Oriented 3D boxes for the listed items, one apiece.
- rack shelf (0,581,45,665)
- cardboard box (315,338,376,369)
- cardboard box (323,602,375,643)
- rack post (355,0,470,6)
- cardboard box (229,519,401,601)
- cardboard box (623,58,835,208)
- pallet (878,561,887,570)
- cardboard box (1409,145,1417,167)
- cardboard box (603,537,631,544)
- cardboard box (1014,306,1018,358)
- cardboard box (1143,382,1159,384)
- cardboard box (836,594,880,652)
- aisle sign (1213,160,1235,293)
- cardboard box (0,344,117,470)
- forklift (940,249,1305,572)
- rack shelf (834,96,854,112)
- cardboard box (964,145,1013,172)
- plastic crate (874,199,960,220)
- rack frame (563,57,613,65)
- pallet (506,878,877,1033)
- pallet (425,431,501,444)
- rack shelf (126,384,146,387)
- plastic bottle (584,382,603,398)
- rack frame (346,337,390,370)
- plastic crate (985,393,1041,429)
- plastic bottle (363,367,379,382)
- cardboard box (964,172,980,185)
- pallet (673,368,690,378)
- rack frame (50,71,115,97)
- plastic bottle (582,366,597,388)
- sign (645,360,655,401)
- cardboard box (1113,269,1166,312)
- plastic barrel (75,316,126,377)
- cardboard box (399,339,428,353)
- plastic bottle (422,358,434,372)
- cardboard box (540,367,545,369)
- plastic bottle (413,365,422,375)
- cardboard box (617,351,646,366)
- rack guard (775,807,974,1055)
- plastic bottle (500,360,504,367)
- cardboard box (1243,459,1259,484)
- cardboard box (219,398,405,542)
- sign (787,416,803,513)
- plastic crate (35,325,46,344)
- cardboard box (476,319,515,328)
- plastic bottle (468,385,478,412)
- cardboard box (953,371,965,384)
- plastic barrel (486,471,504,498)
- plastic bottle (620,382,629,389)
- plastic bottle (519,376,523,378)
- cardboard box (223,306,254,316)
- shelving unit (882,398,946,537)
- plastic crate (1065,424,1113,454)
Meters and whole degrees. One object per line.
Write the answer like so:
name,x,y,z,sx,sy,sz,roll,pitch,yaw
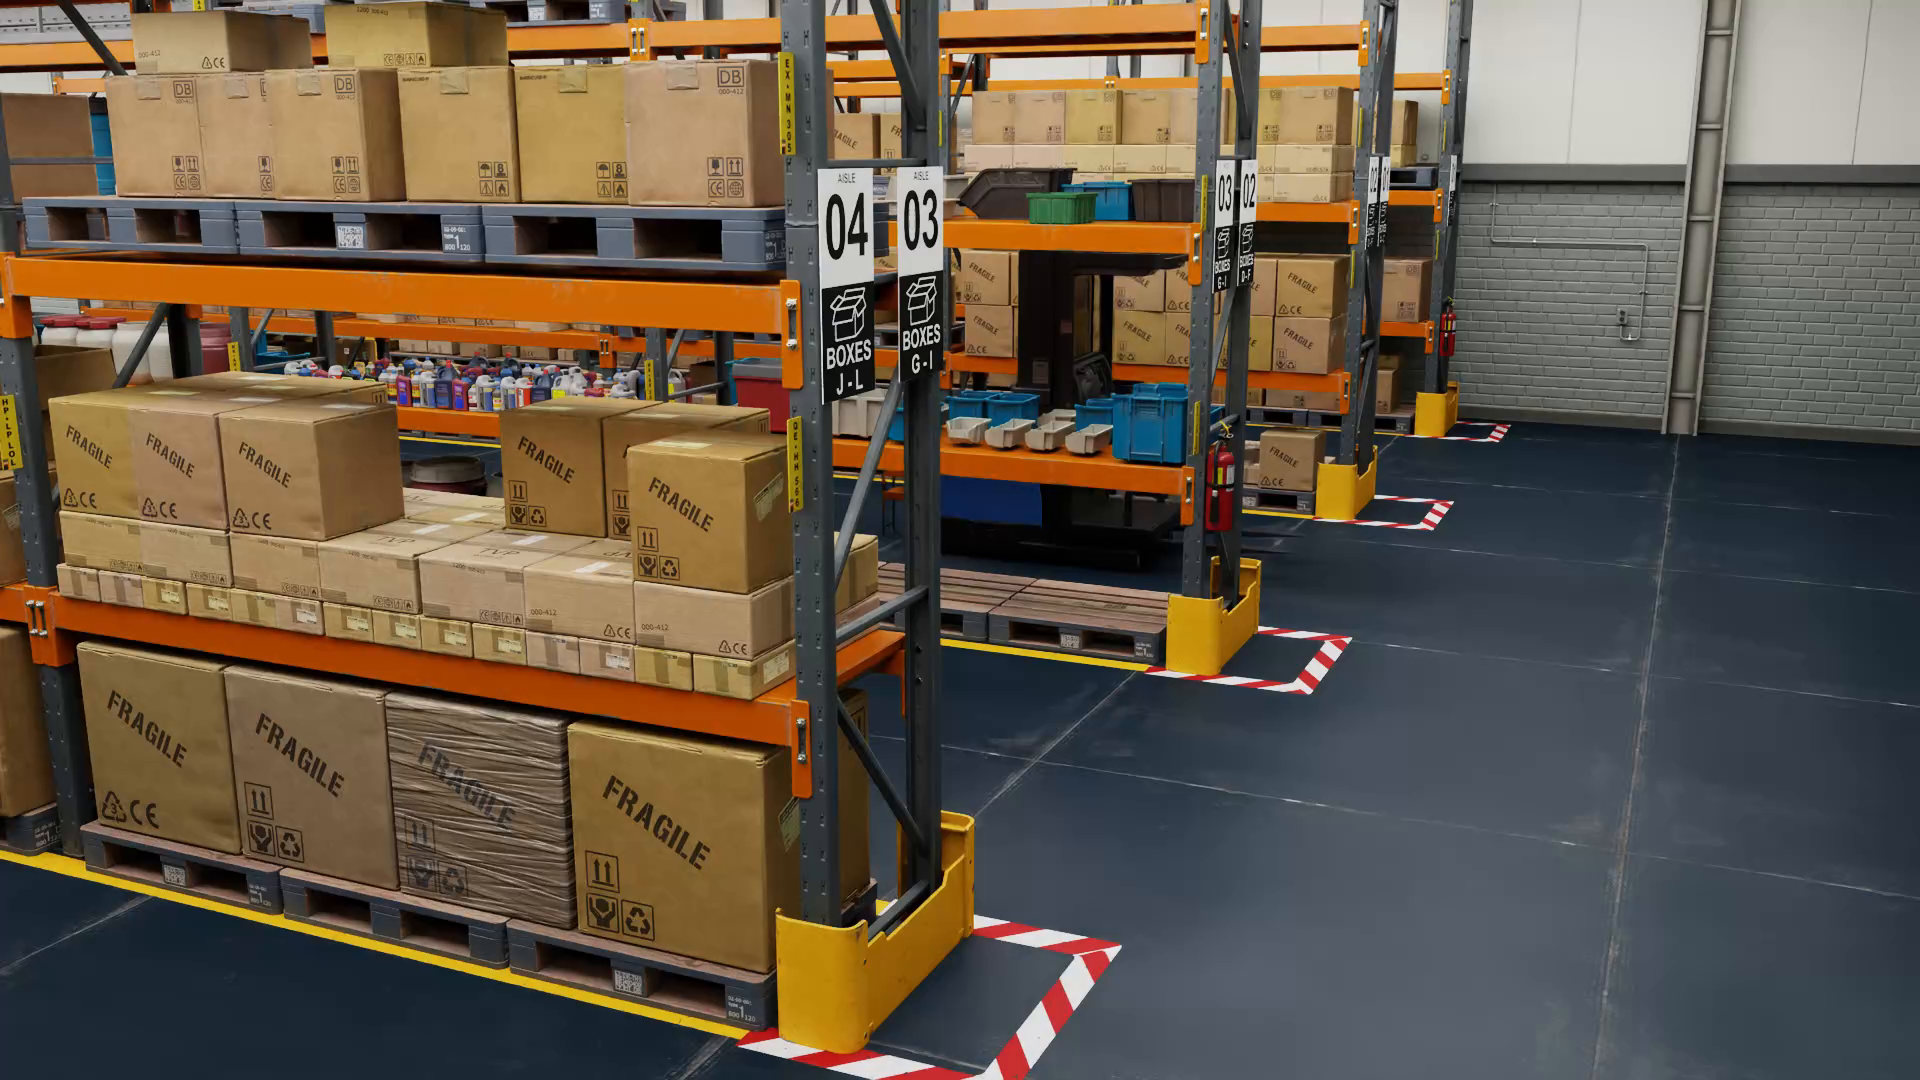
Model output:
rack shelf,-5.821,0.102,8.830,4.000,0.370,1.077,6,14,23
cardboard box,-7.588,-2.212,20.573,0.500,0.500,0.500,6,14,23
cardboard box,-2.430,0.299,6.962,0.250,0.149,0.380,5,14,22
rack post,-3.888,-3.936,12.425,0.954,0.300,0.937,8,15,29
cardboard box,-2.740,0.057,7.125,0.500,0.250,0.500,6,15,25
cardboard box,-0.832,-1.492,6.126,0.500,0.500,0.700,5,14,20
pallet,-1.298,0.319,12.431,1.213,0.211,1.003,6,14,23
cardboard box,5.116,-4.556,19.731,0.500,0.250,0.500,7,15,26
cardboard box,-1.142,0.087,6.994,0.500,0.250,0.500,6,14,23
cardboard box,0.849,-2.030,16.122,0.500,0.500,0.500,6,15,24
cardboard box,2.669,-2.064,21.038,0.500,0.500,0.700,6,14,24
cardboard box,-0.526,0.327,6.845,0.250,0.149,0.380,6,14,24
aisle sign,1.618,-1.926,10.205,0.004,0.787,0.394,6,14,23
cardboard box,-4.579,-0.658,8.078,0.637,0.503,0.797,5,14,22
forklift,1.265,-1.312,13.428,3.031,2.935,1.130,5,14,21
rack shelf,-3.459,-6.098,22.995,4.000,0.370,1.077,6,14,23
cardboard box,0.368,-3.666,15.980,0.500,0.250,0.500,6,14,23
plastic crate,-0.318,-2.199,11.072,0.530,0.136,0.437,6,14,23
rack frame,-5.288,-6.828,23.656,0.127,3.000,1.000,6,14,23
pallet,-1.098,1.607,6.946,1.213,0.211,1.003,6,14,23
pallet,-5.482,-1.342,19.514,1.213,0.211,1.003,6,14,23
rack shelf,-7.472,-1.303,14.816,4.000,0.370,1.077,6,14,23
plastic bottle,-2.707,-1.022,12.300,0.133,0.283,0.061,6,14,23
rack frame,-7.291,-2.873,19.931,0.127,3.000,1.000,6,14,23
plastic crate,0.375,-0.889,11.713,0.300,0.233,0.416,6,14,23
plastic bottle,-4.640,-1.218,13.134,0.133,0.283,0.061,6,14,23
cardboard box,0.368,-3.423,16.038,0.500,0.250,0.500,6,14,23
pallet,-3.456,-2.366,23.875,1.213,0.211,1.003,6,14,23
rack frame,-10.948,-6.163,20.823,0.127,3.000,1.000,6,14,23
plastic bottle,-2.960,-1.246,13.256,0.133,0.283,0.061,6,14,23
sign,-2.210,-1.118,11.848,0.005,0.325,0.100,6,14,23
cardboard box,1.755,-2.422,15.605,0.500,0.500,0.500,6,15,25
plastic barrel,-7.448,-1.662,14.475,0.433,0.535,0.433,0,13,0
cardboard box,-8.349,-3.100,25.823,0.500,0.311,0.500,4,14,17
plastic bottle,-4.435,-1.385,13.874,0.097,0.271,0.097,0,13,0
cardboard box,-4.942,-1.846,19.426,0.500,0.311,0.500,5,14,22
plastic bottle,-4.524,-1.360,13.921,0.097,0.201,0.097,0,13,0
cardboard box,-4.608,-2.840,24.301,0.500,0.500,0.700,6,15,25
rack guard,-0.313,1.526,6.658,0.348,0.500,1.175,6,14,23
plastic bottle,-3.765,-1.328,13.603,0.133,0.283,0.061,6,14,23
cardboard box,2.750,-0.652,15.707,0.250,0.166,0.380,6,14,23
cardboard box,-2.733,-0.308,7.039,0.500,0.500,0.500,5,14,21
sign,-0.567,-0.260,5.745,0.005,0.325,0.100,6,14,23
plastic crate,-8.166,-1.793,15.367,0.575,0.384,0.392,6,14,23
cardboard box,-5.174,-2.703,18.989,0.500,0.500,0.500,5,14,20
plastic bottle,-3.725,-1.090,12.767,0.097,0.201,0.097,0,13,0
cardboard box,-0.213,-2.517,22.204,0.750,0.750,0.750,6,14,23
plastic barrel,-3.604,-0.282,13.416,0.421,0.512,0.421,0,13,0
plastic bottle,-2.623,-1.130,12.939,0.097,0.201,0.097,0,13,0
plastic bottle,-3.362,-1.125,12.765,0.097,0.271,0.097,0,13,0
cardboard box,-8.641,-3.056,20.492,0.500,0.500,0.700,6,14,24
shelving unit,-0.393,-0.617,14.257,0.503,1.200,0.258,5,14,21
plastic crate,0.852,-0.666,10.975,0.243,0.136,0.396,6,14,23
